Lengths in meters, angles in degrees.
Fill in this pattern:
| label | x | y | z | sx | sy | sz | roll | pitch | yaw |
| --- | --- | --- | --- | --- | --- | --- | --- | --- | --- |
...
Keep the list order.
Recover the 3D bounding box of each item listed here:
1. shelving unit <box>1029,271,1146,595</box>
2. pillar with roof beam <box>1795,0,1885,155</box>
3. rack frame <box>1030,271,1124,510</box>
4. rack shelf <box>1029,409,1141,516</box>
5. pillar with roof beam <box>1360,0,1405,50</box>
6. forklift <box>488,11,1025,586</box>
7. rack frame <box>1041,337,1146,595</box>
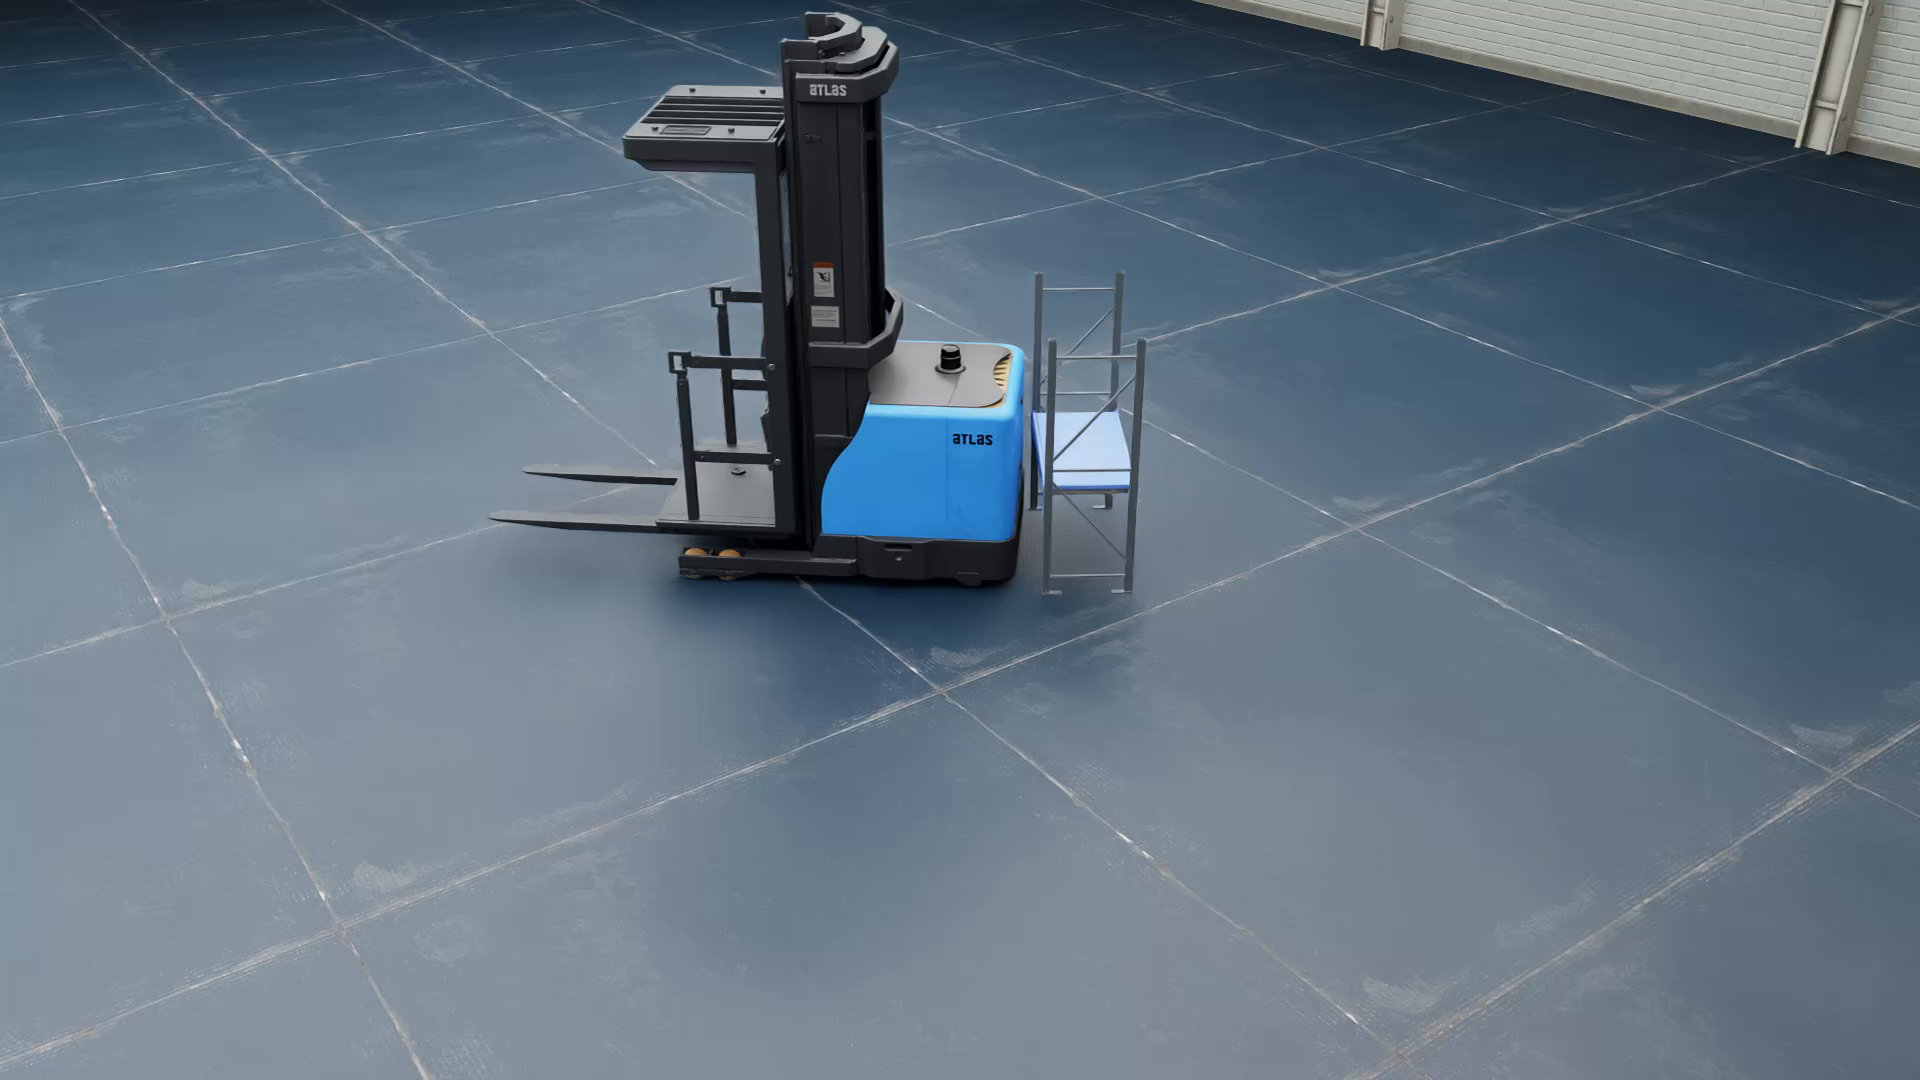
| label | x | y | z | sx | sy | sz | roll | pitch | yaw |
| --- | --- | --- | --- | --- | --- | --- | --- | --- | --- |
| shelving unit | 0.689 | -0.610 | 9.302 | 0.538 | 1.500 | 1.048 | -1 | 29 | -1 |
| pillar with roof beam | 5.401 | -6.816 | 12.871 | 9.100 | 9.000 | 0.400 | -19 | 34 | -31 |
| rack frame | 0.676 | -0.853 | 9.749 | 0.500 | 1.500 | 0.032 | -1 | 29 | -1 |
| rack shelf | 0.689 | -0.452 | 9.388 | 0.538 | 0.185 | 1.000 | -1 | 29 | -1 |
| pillar with roof beam | 1.921 | -9.148 | 17.166 | 9.100 | 9.000 | 0.400 | -19 | 34 | -31 |
| forklift | -1.164 | -1.312 | 9.094 | 3.031 | 2.935 | 1.130 | 2 | 29 | 5 |
| rack frame | 0.702 | -0.368 | 8.855 | 0.500 | 1.500 | 0.032 | -1 | 29 | -1 |
